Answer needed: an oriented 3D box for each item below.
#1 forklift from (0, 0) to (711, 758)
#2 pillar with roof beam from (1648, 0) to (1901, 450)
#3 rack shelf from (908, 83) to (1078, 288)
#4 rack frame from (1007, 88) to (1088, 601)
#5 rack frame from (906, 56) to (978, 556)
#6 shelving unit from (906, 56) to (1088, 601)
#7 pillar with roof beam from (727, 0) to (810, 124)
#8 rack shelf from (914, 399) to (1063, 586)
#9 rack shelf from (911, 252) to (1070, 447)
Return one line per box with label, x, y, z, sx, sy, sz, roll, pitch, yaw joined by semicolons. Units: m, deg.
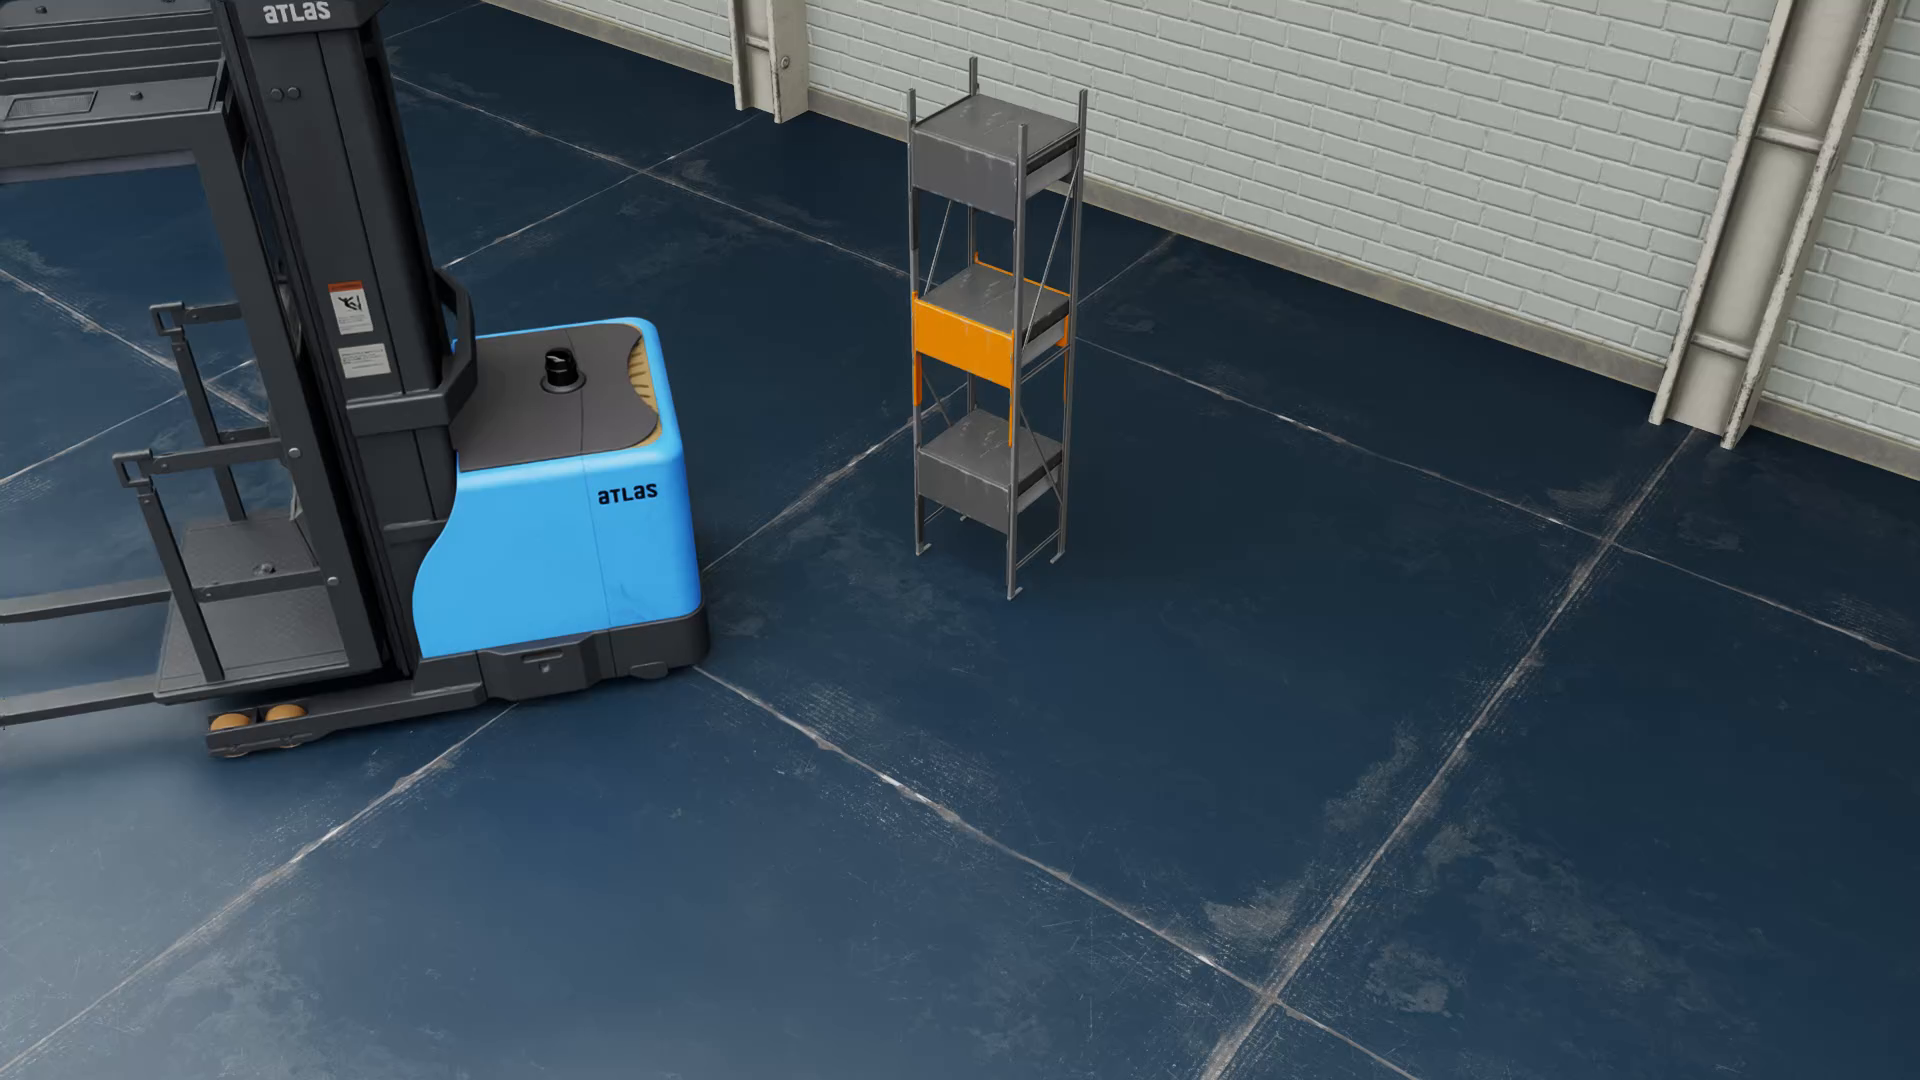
forklift;-2.562;-0.704;5.772;3.031;2.935;1.130;-9;39;-11
pillar with roof beam;0.935;-2.005;2.512;0.400;9.000;9.100;25;45;29
rack shelf;0.131;-1.305;6.100;0.480;0.518;0.431;25;45;29
rack frame;0.325;-0.673;6.407;0.015;2.100;0.400;25;45;29
rack frame;-0.062;-0.856;6.640;0.015;2.100;0.400;25;45;29
shelving unit;0.131;-0.765;6.524;0.503;2.100;0.431;25;45;29
pillar with roof beam;-3.831;-4.252;5.382;0.400;9.000;9.100;25;45;29
rack shelf;0.131;-0.203;6.963;0.480;0.518;0.431;25;45;29
rack shelf;0.131;-0.754;6.532;0.480;0.518;0.431;25;45;29
